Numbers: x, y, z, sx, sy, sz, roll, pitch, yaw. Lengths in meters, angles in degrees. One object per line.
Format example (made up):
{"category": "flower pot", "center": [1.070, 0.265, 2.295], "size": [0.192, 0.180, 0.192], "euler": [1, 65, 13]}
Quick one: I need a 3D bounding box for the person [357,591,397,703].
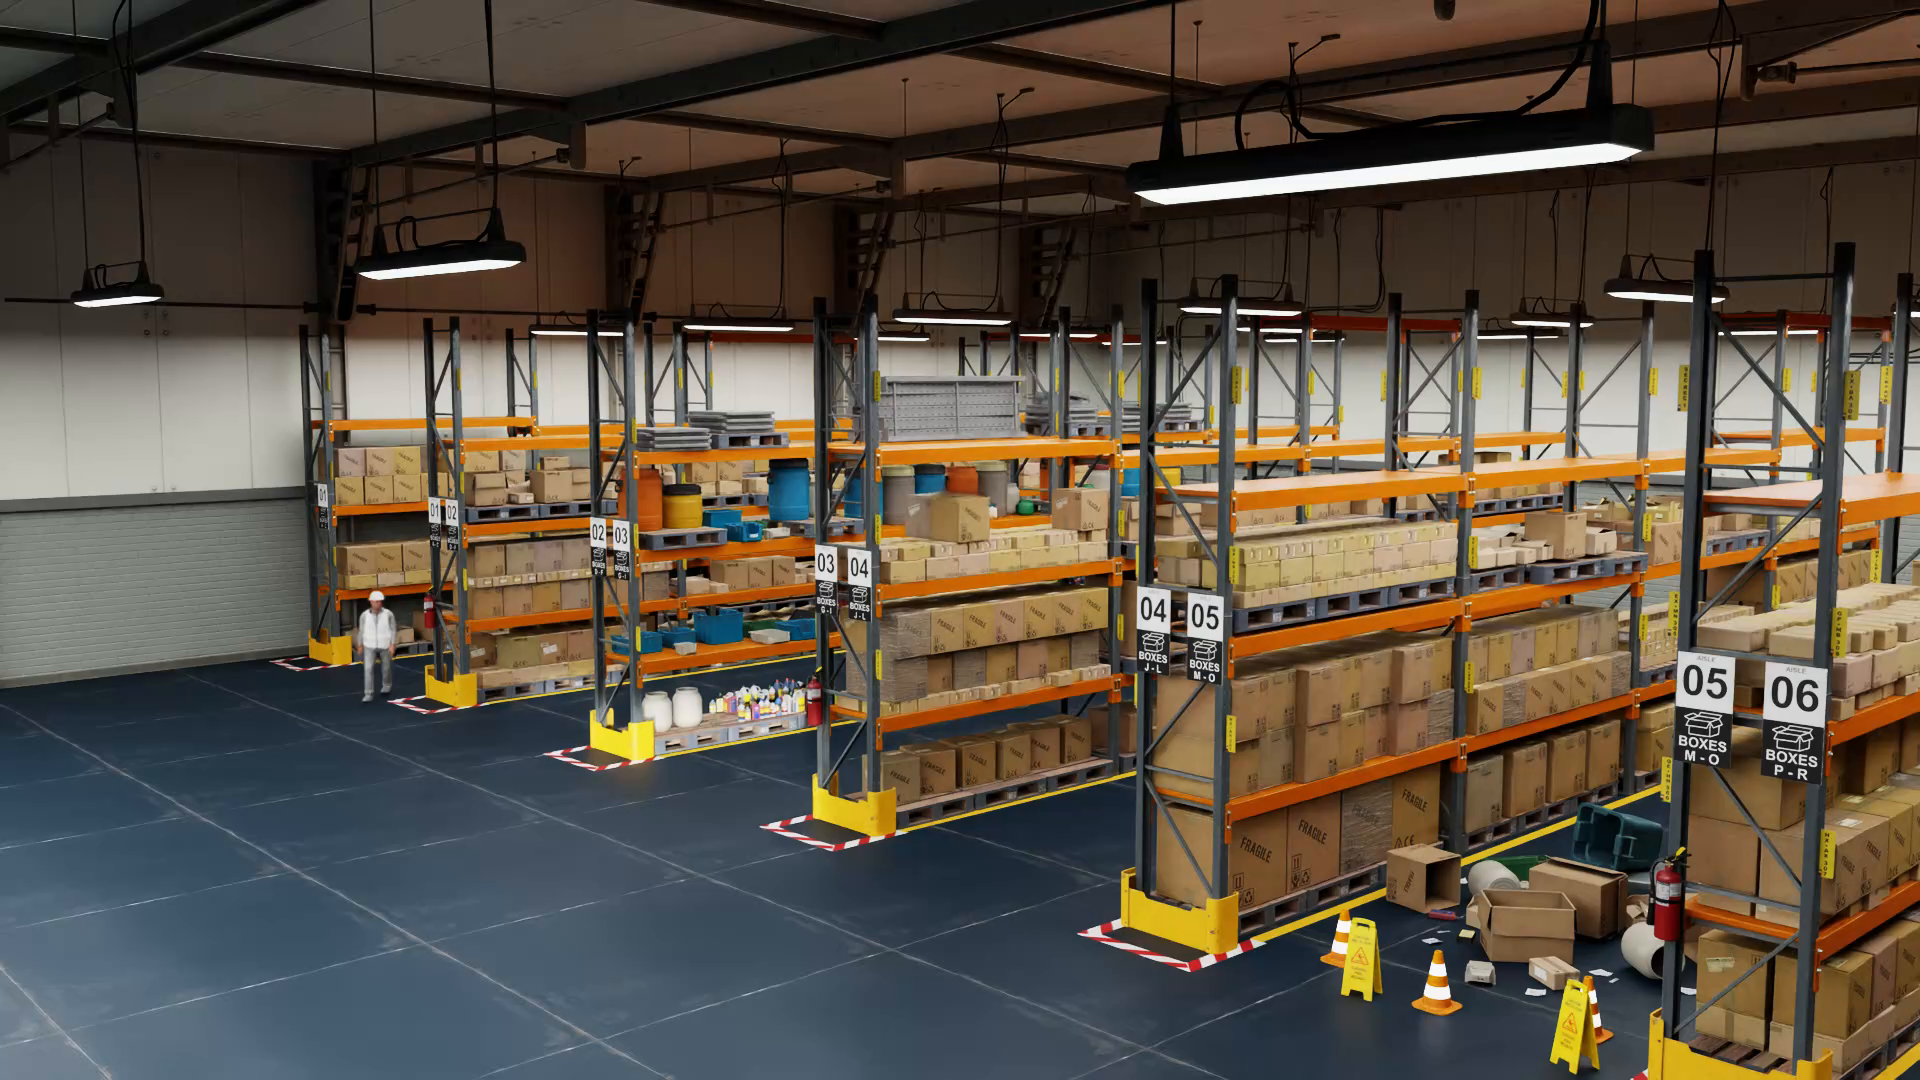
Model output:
{"category": "person", "center": [-9.198, 1.657, 26.222], "size": [0.616, 1.710, 1.094], "euler": [-2, 6, -15]}

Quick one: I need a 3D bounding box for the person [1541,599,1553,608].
{"category": "person", "center": [9.509, 1.701, 26.635], "size": [0.737, 1.568, 0.599], "euler": [-4, 7, -33]}
